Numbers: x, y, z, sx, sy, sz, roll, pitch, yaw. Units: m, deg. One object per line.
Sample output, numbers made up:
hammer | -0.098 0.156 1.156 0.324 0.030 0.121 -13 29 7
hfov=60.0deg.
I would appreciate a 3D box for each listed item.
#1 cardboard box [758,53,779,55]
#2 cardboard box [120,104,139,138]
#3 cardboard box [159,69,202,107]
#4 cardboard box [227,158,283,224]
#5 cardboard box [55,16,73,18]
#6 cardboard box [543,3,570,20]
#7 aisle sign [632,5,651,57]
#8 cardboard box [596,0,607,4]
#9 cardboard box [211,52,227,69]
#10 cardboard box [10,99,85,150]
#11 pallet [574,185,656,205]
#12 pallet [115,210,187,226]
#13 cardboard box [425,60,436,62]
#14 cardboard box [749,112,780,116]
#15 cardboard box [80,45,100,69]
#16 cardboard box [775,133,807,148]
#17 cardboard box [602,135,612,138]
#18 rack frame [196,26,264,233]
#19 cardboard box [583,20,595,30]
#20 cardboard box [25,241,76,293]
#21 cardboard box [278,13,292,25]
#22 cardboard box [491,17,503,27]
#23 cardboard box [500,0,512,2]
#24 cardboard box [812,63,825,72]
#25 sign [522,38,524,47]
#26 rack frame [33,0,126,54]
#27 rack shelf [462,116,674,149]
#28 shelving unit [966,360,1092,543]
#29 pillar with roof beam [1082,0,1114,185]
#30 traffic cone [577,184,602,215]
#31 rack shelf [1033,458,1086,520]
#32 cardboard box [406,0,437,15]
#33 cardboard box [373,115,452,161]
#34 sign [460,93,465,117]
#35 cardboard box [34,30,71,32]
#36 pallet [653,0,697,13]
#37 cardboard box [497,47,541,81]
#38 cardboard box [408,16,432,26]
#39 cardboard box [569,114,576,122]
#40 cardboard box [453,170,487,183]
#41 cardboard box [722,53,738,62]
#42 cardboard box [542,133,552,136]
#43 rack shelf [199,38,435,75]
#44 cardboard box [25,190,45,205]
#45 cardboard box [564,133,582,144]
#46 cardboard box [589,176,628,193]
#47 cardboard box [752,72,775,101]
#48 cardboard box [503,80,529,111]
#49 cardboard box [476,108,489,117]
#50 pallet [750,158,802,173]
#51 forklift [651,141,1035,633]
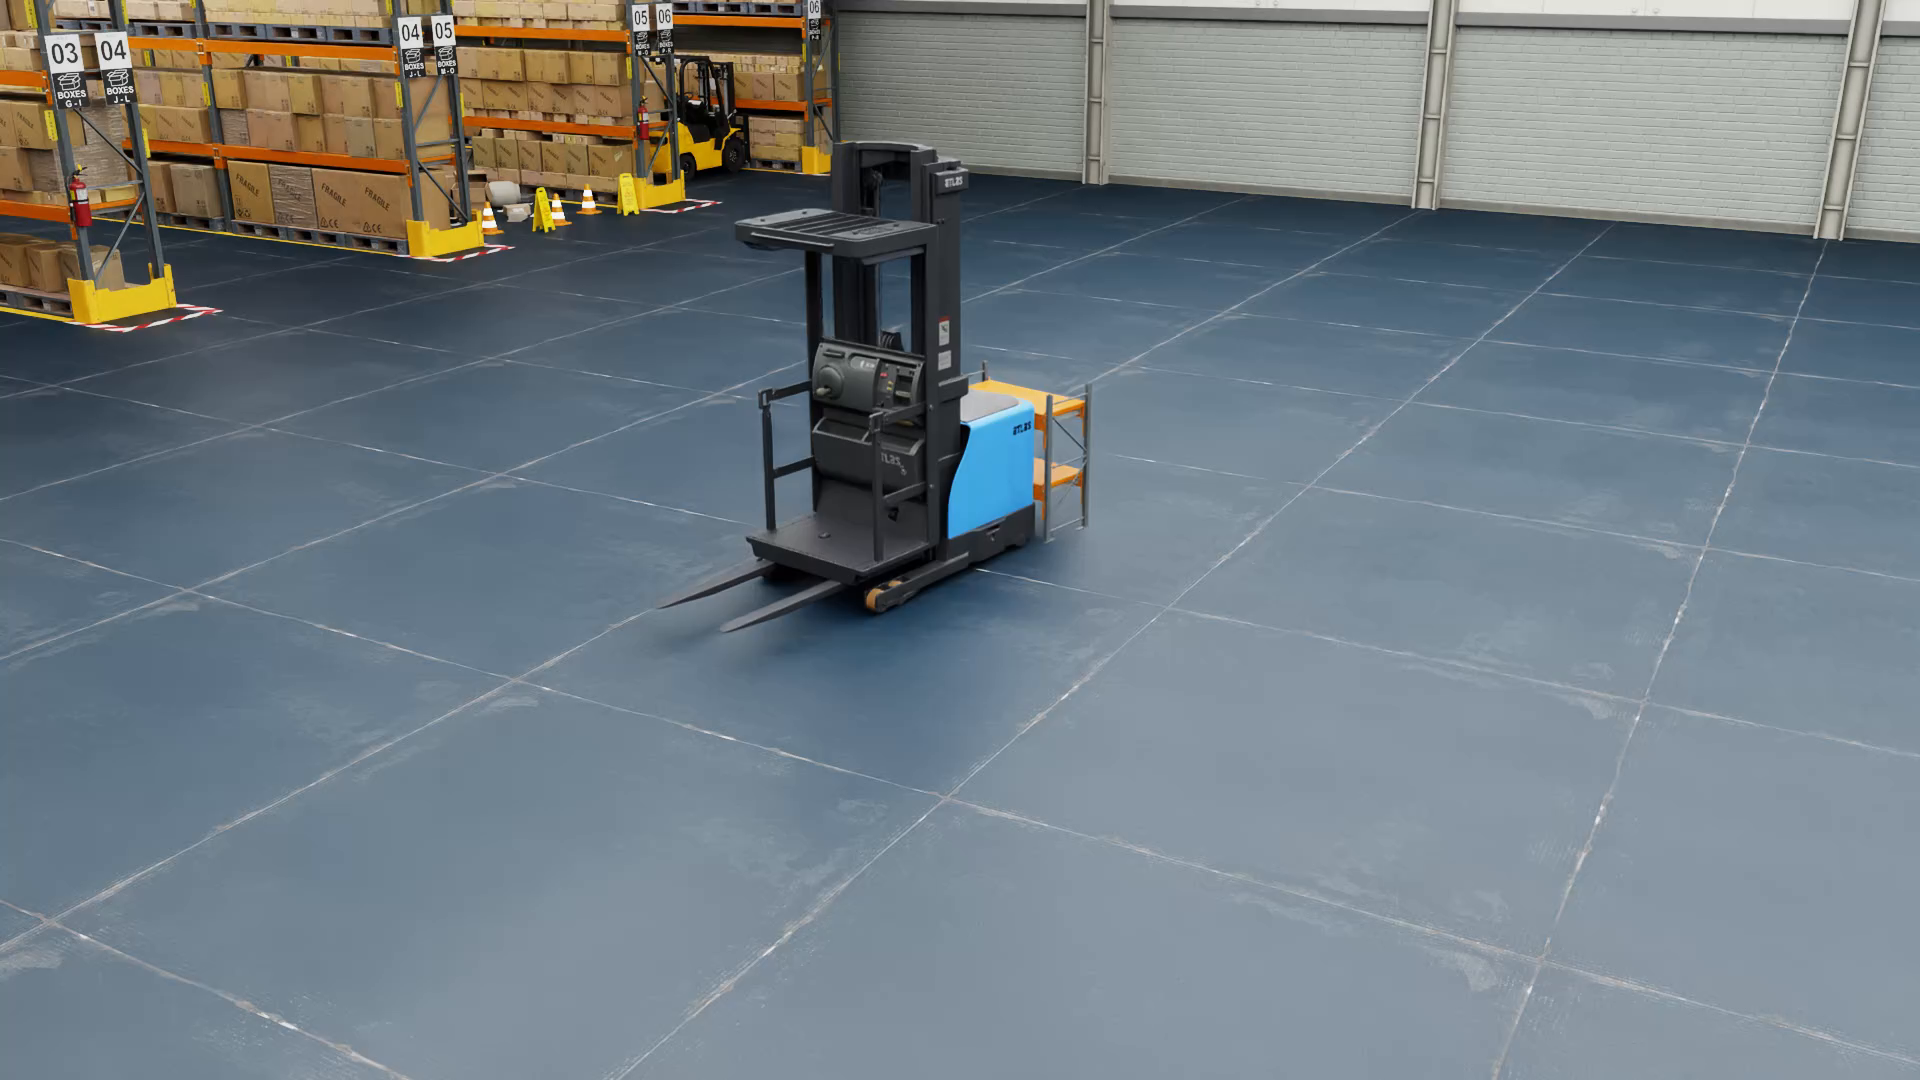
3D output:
cardboard box | -3.693 -9.309 32.096 0.250 0.149 0.380 12 23 29
cardboard box | -12.751 -6.525 25.809 0.500 0.500 0.500 11 22 27
cardboard box | -11.725 -6.902 25.381 0.500 0.500 0.700 10 22 26
cardboard box | -10.324 -5.293 25.057 0.875 0.875 0.875 11 23 28
cardboard box | -14.699 -8.516 26.898 0.500 0.500 0.500 11 23 27
cardboard box | -6.493 -8.698 27.329 0.500 0.250 0.500 12 23 29
aisle sign | -5.108 -8.170 26.677 0.004 0.787 0.394 11 23 27
cardboard box | -5.666 -8.734 26.845 0.250 0.149 0.380 11 23 28
cardboard box | -13.904 -9.154 31.589 0.500 0.500 0.500 10 22 26
cardboard box | -10.454 -4.769 19.065 0.500 0.500 0.500 11 23 27
pallet | -5.779 -5.892 28.299 1.213 0.211 1.003 11 23 27
pallet | -12.618 -5.217 26.438 1.213 0.211 1.003 11 23 27
cardboard box | -9.461 -8.185 29.331 0.500 0.500 0.500 11 23 28
cardboard box | -3.800 -8.203 32.529 0.500 0.250 0.500 11 22 27
cardboard box | -10.148 -5.591 19.201 0.500 0.250 0.500 12 23 29
cardboard box | -3.181 -7.651 31.741 0.500 0.250 0.500 10 22 27
cardboard box | -7.230 -8.484 34.222 0.625 0.625 0.875 11 22 27
rack frame | -10.839 -6.219 25.112 0.127 3.000 1.000 11 23 27
cardboard box | -5.917 -8.399 27.089 0.250 0.149 0.380 12 23 29
cardboard box | -10.929 -3.315 20.155 0.500 0.500 0.500 18 27 41
cardboard box | -9.359 -7.341 23.412 0.250 0.149 0.380 11 23 28
cardboard box | -7.689 -8.755 28.072 0.250 0.149 0.380 12 23 29
cardboard box | -7.472 -9.068 27.766 0.250 0.149 0.380 10 22 26
cardboard box | -2.773 -9.009 31.703 0.250 0.149 0.380 10 22 26
sign | -9.320 -10.564 35.390 0.005 0.325 0.100 11 23 27
rack frame | -9.854 -6.915 18.231 0.127 3.000 1.000 11 23 27
rack shelf | -6.767 -7.039 28.427 4.000 0.370 1.077 11 23 27
shelving unit | 0.419 -0.687 12.609 1.048 1.125 0.538 17 26 39
pillar with roof beam | 0.367 -9.448 25.214 0.400 9.000 9.100 11 23 27
traffic cone | -6.025 -5.540 26.958 0.334 0.463 0.336 11 23 27
rack shelf | 0.419 -0.457 12.693 1.000 0.278 0.538 17 26 39
cardboard box | -7.643 -7.435 23.085 0.500 0.250 0.500 11 23 27
cardboard box | -7.692 -5.673 23.386 0.550 0.550 0.875 11 23 27
sign | -7.071 -6.163 23.570 0.005 0.325 0.100 11 23 27
cardboard box | -10.441 -5.813 19.229 0.250 0.149 0.380 10 22 26
pallet | -5.338 -10.423 32.430 1.213 0.211 1.003 11 23 27
cardboard box | -7.374 -8.046 28.098 0.500 0.500 0.700 10 22 26
cardboard box | -7.489 -7.243 23.141 0.250 0.149 0.380 11 23 28
cardboard box | -6.335 -7.101 27.912 0.250 0.149 0.380 11 23 28
cardboard box | -8.241 -5.953 28.039 0.500 0.500 0.500 -7 21 -20
cardboard box | -4.361 -9.265 31.974 0.250 0.149 0.380 11 23 28
cardboard box | -7.420 -6.865 29.208 0.500 0.500 0.500 11 23 28
rack shelf | -9.092 -6.959 23.806 4.000 0.370 1.077 11 23 27
cardboard box | -10.664 -4.030 19.446 0.250 0.149 0.380 11 23 27
cardboard box | -6.418 -6.746 27.930 0.250 0.149 0.380 11 23 28
cardboard box | -5.878 -6.008 27.945 0.500 0.250 0.500 11 23 27
cardboard box | -3.609 -8.663 31.701 0.500 0.500 0.500 12 23 29
cardboard box | -7.383 -7.577 28.271 0.500 0.500 0.500 11 22 27
cardboard box | -8.148 -7.417 28.783 0.250 0.149 0.380 12 23 29
pallet | -3.291 -7.327 32.254 1.213 0.211 1.003 11 23 27
forklift | -0.757 -1.080 11.044 1.130 2.935 3.031 15 25 36
